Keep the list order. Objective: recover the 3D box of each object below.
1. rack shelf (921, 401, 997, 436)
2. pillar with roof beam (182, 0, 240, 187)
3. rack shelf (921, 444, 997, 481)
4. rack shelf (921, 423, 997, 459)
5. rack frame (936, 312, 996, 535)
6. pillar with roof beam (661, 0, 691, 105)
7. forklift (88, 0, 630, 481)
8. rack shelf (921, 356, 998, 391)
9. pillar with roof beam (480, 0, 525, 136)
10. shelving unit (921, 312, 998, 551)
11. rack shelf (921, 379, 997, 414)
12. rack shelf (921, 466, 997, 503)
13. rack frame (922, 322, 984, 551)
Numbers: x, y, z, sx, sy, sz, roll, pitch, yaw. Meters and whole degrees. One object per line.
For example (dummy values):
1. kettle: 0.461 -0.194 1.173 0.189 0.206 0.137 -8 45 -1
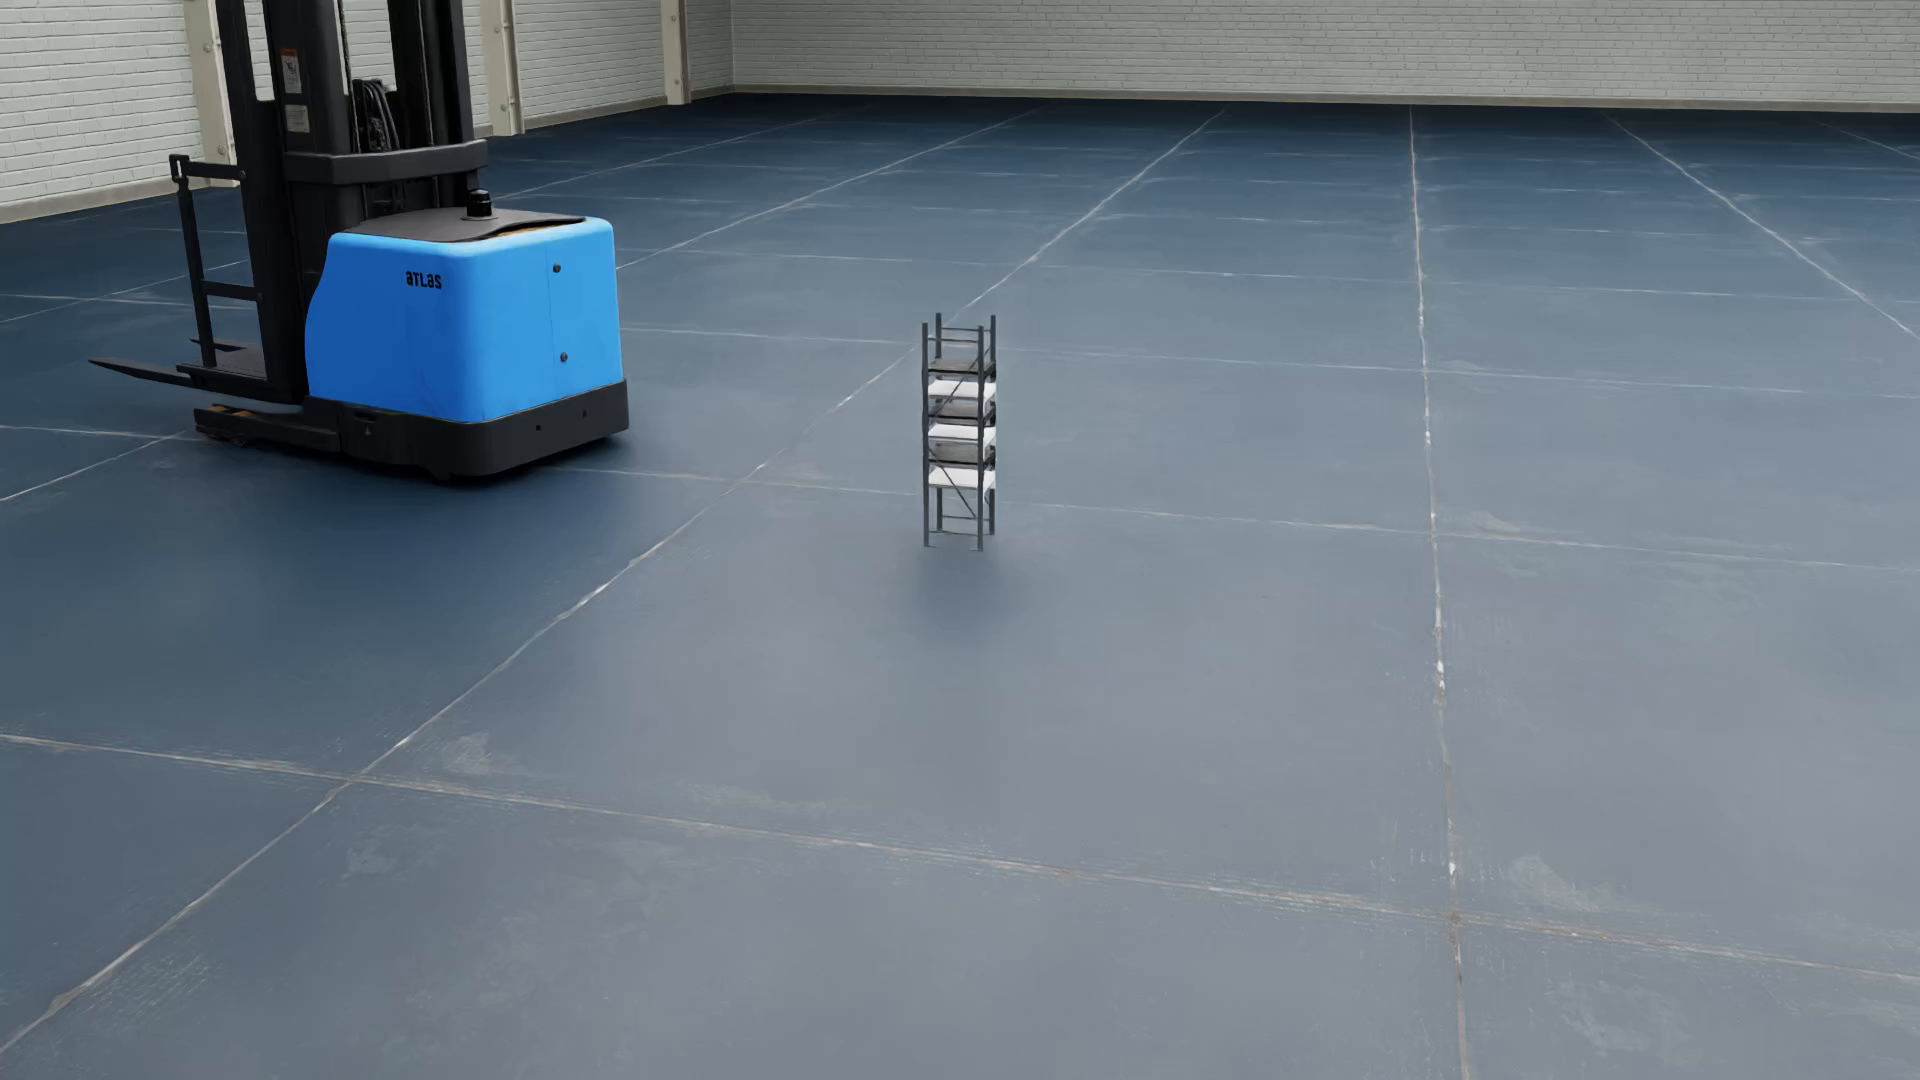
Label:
1. rack shelf: -0.002 -0.477 6.516 0.258 0.077 0.200 5 19 13
2. pillar with roof beam: -3.642 -7.737 15.418 9.100 9.000 0.400 5 19 13
3. rack shelf: -0.002 -0.307 6.575 0.258 0.077 0.200 5 19 13
4. rack shelf: -0.002 -0.392 6.545 0.258 0.077 0.200 5 19 13
5. rack frame: 0.023 -0.455 6.628 0.240 0.900 0.006 5 19 13
6. pillar with roof beam: -0.710 -11.498 26.430 9.100 9.000 0.400 5 19 13
7. forklift: -3.138 -1.977 7.942 3.031 2.935 1.130 11 22 28
8. rack shelf: -0.002 -0.647 6.458 0.258 0.077 0.200 5 19 13
9. pillar with roof beam: -2.176 -9.618 20.924 9.100 9.000 0.400 5 19 13
10. shelving unit: -0.002 -0.423 6.535 0.258 0.900 0.210 5 19 13
11. rack shelf: -0.002 -0.562 6.487 0.258 0.077 0.200 5 19 13
12. rack shelf: -0.002 -0.221 6.604 0.258 0.077 0.200 5 19 13
13. rack frame: -0.027 -0.391 6.441 0.240 0.900 0.006 5 19 13
